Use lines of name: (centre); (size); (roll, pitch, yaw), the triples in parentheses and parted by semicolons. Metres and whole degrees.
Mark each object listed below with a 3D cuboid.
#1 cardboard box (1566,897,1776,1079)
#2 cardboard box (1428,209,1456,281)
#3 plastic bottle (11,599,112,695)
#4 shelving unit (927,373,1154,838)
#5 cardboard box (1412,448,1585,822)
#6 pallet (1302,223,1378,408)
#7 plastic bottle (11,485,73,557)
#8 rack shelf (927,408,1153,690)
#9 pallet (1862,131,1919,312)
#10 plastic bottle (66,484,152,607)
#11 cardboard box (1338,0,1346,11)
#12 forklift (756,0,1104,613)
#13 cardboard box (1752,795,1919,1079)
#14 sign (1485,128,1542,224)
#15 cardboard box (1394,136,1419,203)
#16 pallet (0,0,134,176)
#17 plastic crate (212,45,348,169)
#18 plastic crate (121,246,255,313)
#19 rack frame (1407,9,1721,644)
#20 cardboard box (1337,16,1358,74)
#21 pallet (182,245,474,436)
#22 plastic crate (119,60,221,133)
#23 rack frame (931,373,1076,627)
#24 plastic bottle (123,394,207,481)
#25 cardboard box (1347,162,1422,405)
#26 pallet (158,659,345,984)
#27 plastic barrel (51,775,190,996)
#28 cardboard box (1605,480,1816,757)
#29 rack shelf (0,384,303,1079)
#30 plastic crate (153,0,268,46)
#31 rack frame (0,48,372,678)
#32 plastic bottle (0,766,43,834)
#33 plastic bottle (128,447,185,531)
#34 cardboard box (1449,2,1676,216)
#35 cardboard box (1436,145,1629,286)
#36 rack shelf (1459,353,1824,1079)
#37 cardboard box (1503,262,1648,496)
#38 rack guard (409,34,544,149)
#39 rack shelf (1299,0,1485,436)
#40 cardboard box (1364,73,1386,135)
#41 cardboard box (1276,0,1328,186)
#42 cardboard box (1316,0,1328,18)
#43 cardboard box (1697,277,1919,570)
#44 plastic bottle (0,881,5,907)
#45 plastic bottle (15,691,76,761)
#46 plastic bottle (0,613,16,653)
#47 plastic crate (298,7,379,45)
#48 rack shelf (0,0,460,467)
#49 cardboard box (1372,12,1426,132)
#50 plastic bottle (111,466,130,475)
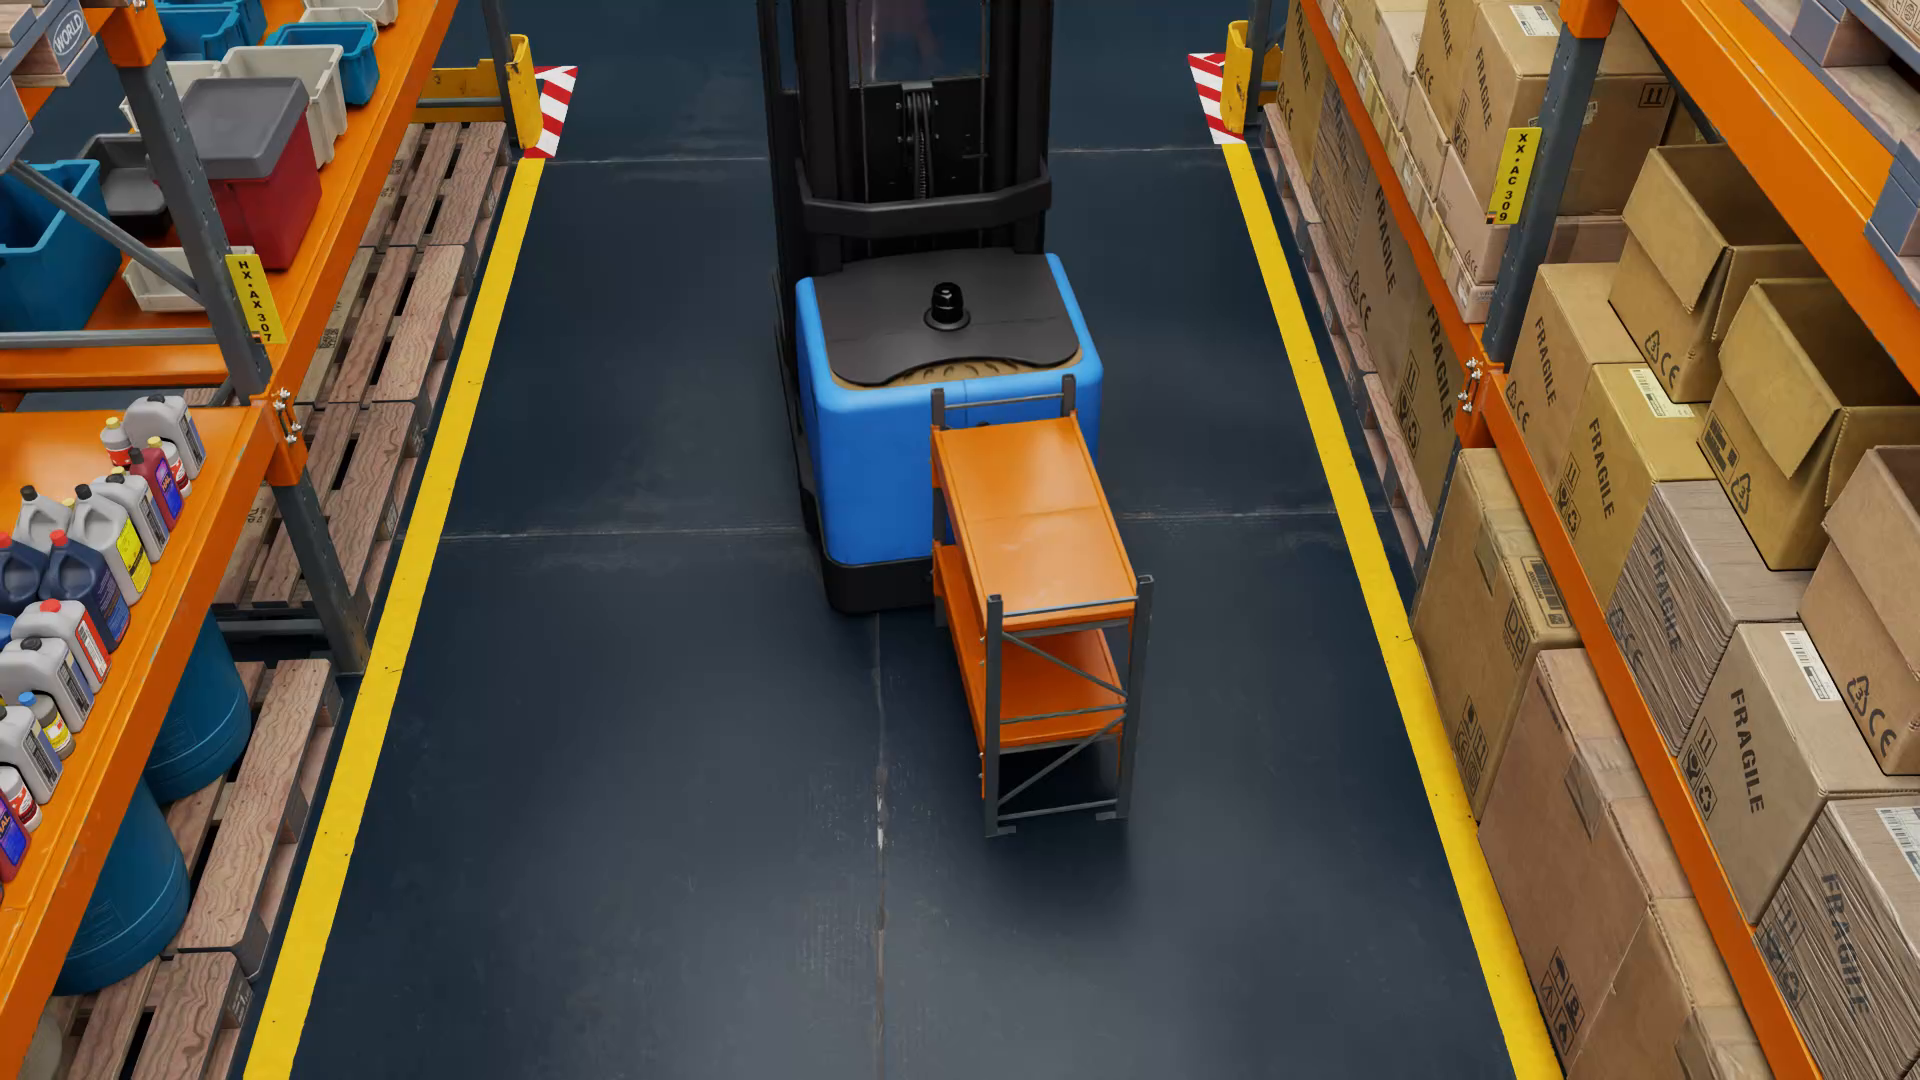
cardboard box: (2.358, 1.494, 4.162); (1.225, 0.875, 0.875); (-2, 43, -2)
cardboard box: (1.876, -1.045, 5.856); (0.380, 0.149, 0.250); (-1, 43, -1)
plastic bottle: (-2.345, 0.265, 4.333); (0.152, 0.276, 0.135); (-2, 43, -2)
shelving unit: (0.239, 0.219, 5.678); (0.538, 1.125, 1.048); (-7, 43, -7)
cardboard box: (2.274, 0.293, 5.472); (1.225, 0.875, 0.875); (-2, 43, -2)
pallet: (2.218, -1.080, 7.772); (1.003, 0.211, 1.213); (-2, 43, -2)
plastic bottle: (-2.499, 0.009, 4.557); (0.144, 0.351, 0.185); (-2, 43, -2)
rack shelf: (0.239, 0.004, 5.480); (0.538, 0.278, 1.000); (-7, 43, -7)
pallet: (2.266, -0.290, 2.767); (1.003, 0.211, 1.213); (0, 43, 0)
plastic bottle: (-2.355, 0.005, 4.561); (0.144, 0.351, 0.185); (-2, 43, -2)
cardboard box: (1.854, -2.500, 7.148); (0.500, 0.250, 0.500); (-3, 43, -3)
forklift: (-0.241, -1.807, 6.552); (1.130, 2.935, 3.031); (-7, 43, -7)
cardboard box: (2.088, 0.884, 3.492); (0.500, 0.500, 0.500); (-3, 43, -3)
sign: (1.673, -1.098, 5.029); (0.100, 0.325, 0.005); (-2, 43, -2)
cardboard box: (1.854, -1.391, 6.234); (0.380, 0.149, 0.250); (-1, 43, -1)
pallet: (-2.590, -1.134, 3.687); (1.213, 0.211, 1.003); (-2, 43, -2)
plastic crate: (-2.602, -1.639, 6.362); (0.437, 0.282, 0.530); (-2, 43, -2)
plastic crate: (-2.598, -0.868, 5.628); (0.396, 0.136, 0.243); (-2, 43, -2)
rack frame: (2.227, -0.767, 5.367); (1.000, 3.000, 0.127); (-2, 43, -2)
cardboard box: (1.809, -2.087, 6.993); (0.380, 0.149, 0.250); (-3, 43, -3)
pallet: (-2.846, -0.918, 7.595); (1.003, 0.211, 1.213); (-2, 43, -2)
plastic crate: (-3.096, -1.716, 6.553); (0.293, 0.136, 0.466); (-2, 43, -2)
rack frame: (0.150, -0.119, 6.047); (0.500, 1.125, 0.032); (-7, 43, -7)
plastic bottle: (-2.382, -0.322, 4.973); (0.152, 0.276, 0.135); (-2, 43, -2)
cardboard box: (2.241, -1.194, 7.094); (0.875, 0.875, 0.875); (-2, 43, -2)
pallet: (-2.730, 0.925, 5.584); (1.003, 0.211, 1.213); (-2, 43, -2)
plastic barrel: (-2.685, 0.840, 4.856); (0.600, 0.901, 0.708); (-2, 43, -2)
cardboard box: (2.040, 0.191, 4.247); (0.500, 0.500, 0.500); (-3, 43, -3)
rack shelf: (-2.636, 0.991, 3.982); (1.077, 0.370, 4.000); (-2, 43, -2)
plastic crate: (-3.154, -2.220, 7.032); (0.416, 0.233, 0.300); (-2, 43, -2)
rack frame: (-2.721, -0.625, 5.211); (1.000, 3.000, 0.127); (-2, 43, -2)
plastic bottle: (-2.297, 0.617, 4.003); (0.097, 0.201, 0.097); (0, 43, 0)
plastic bottle: (-2.326, -0.170, 4.802); (0.061, 0.283, 0.133); (-2, 43, -2)
cardboard box: (1.940, -1.400, 5.394); (0.500, 0.500, 0.500); (-1, 43, -1)
cardboard box: (1.946, -1.112, 5.634); (0.500, 0.250, 0.500); (-2, 43, -3)
rack shelf: (2.312, 0.849, 4.137); (1.077, 0.370, 4.000); (-2, 43, -2)
cardboard box: (1.997, -0.486, 4.986); (0.500, 0.500, 0.500); (-2, 43, -2)
rack guard: (-2.905, -2.419, 9.019); (1.175, 0.500, 0.348); (-2, 43, -2)
rack shelf: (2.142, -1.852, 7.083); (1.077, 0.370, 4.000); (-2, 43, -2)
cardboard box: (1.832, -1.738, 6.612); (0.380, 0.149, 0.250); (-2, 43, -2)
cardboard box: (2.164, -2.409, 8.420); (0.875, 0.875, 0.875); (-2, 43, -2)
cardboard box: (1.788, -2.432, 7.369); (0.380, 0.149, 0.250); (-2, 43, -3)
cardboard box: (2.280, -0.279, 4.018); (0.797, 0.503, 0.637); (-1, 43, -1)
plastic bottle: (-2.309, 0.748, 3.750); (0.144, 0.351, 0.185); (-2, 43, -2)
plastic bottle: (-2.307, 0.461, 4.174); (0.097, 0.201, 0.097); (0, 43, 0)
plastic bottle: (-2.469, 0.283, 4.317); (0.097, 0.271, 0.097); (0, 43, 0)
plastic crate: (-2.610, -2.122, 6.996); (0.298, 0.136, 0.250); (-2, 43, -2)
rack shelf: (-2.806, -1.710, 6.928); (1.077, 0.370, 4.000); (-2, 43, -2)
cardboard box: (1.900, -1.805, 6.391); (0.500, 0.250, 0.500); (-1, 43, -1)
plastic bottle: (-2.404, -0.125, 4.814); (0.097, 0.201, 0.097); (0, 43, 0)
